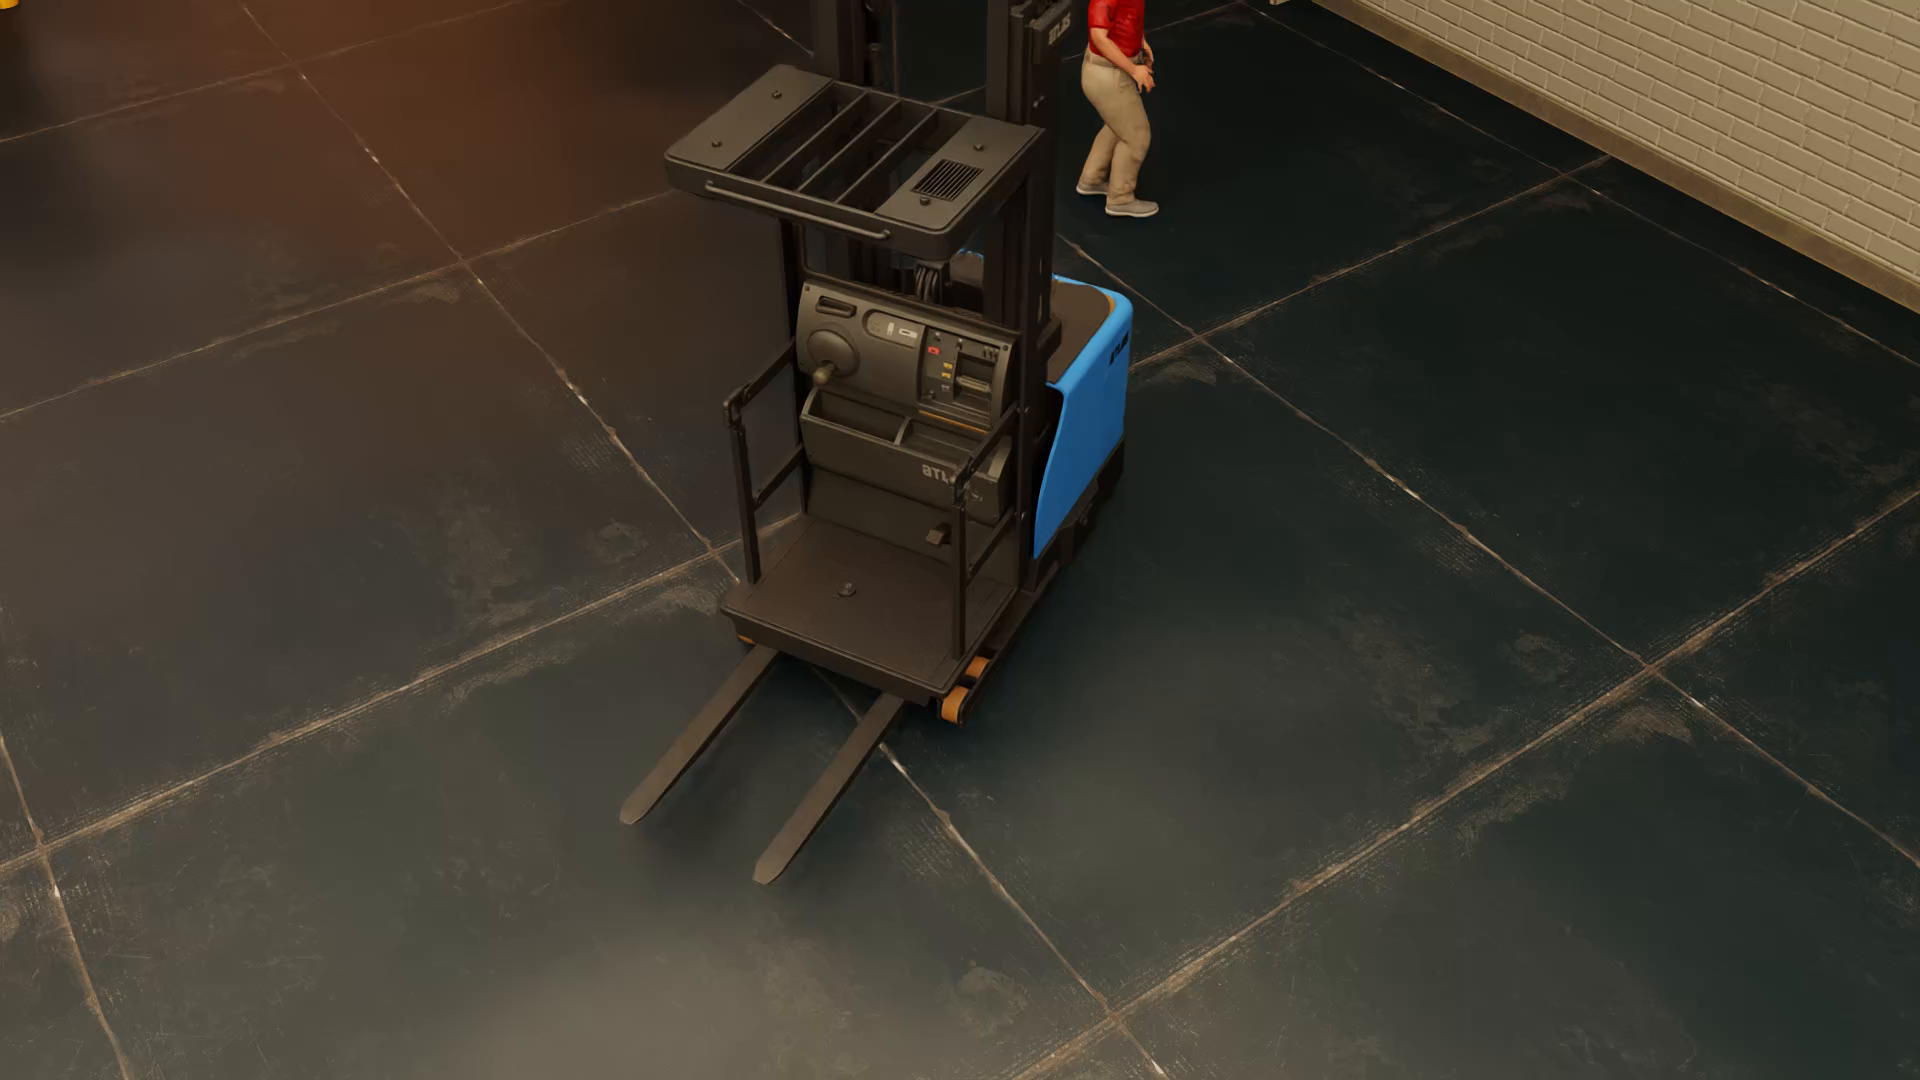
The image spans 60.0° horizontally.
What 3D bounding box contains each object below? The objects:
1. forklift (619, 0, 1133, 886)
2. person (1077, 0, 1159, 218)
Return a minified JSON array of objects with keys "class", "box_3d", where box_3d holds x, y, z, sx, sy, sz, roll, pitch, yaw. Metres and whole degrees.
[{"class":"forklift","box_3d":[-0.325,-0.650,6.420,1.130,2.935,3.031,19,46,20]},{"class":"person","box_3d":[0.953,-2.706,9.577,0.510,1.692,0.740,3,43,3]}]
